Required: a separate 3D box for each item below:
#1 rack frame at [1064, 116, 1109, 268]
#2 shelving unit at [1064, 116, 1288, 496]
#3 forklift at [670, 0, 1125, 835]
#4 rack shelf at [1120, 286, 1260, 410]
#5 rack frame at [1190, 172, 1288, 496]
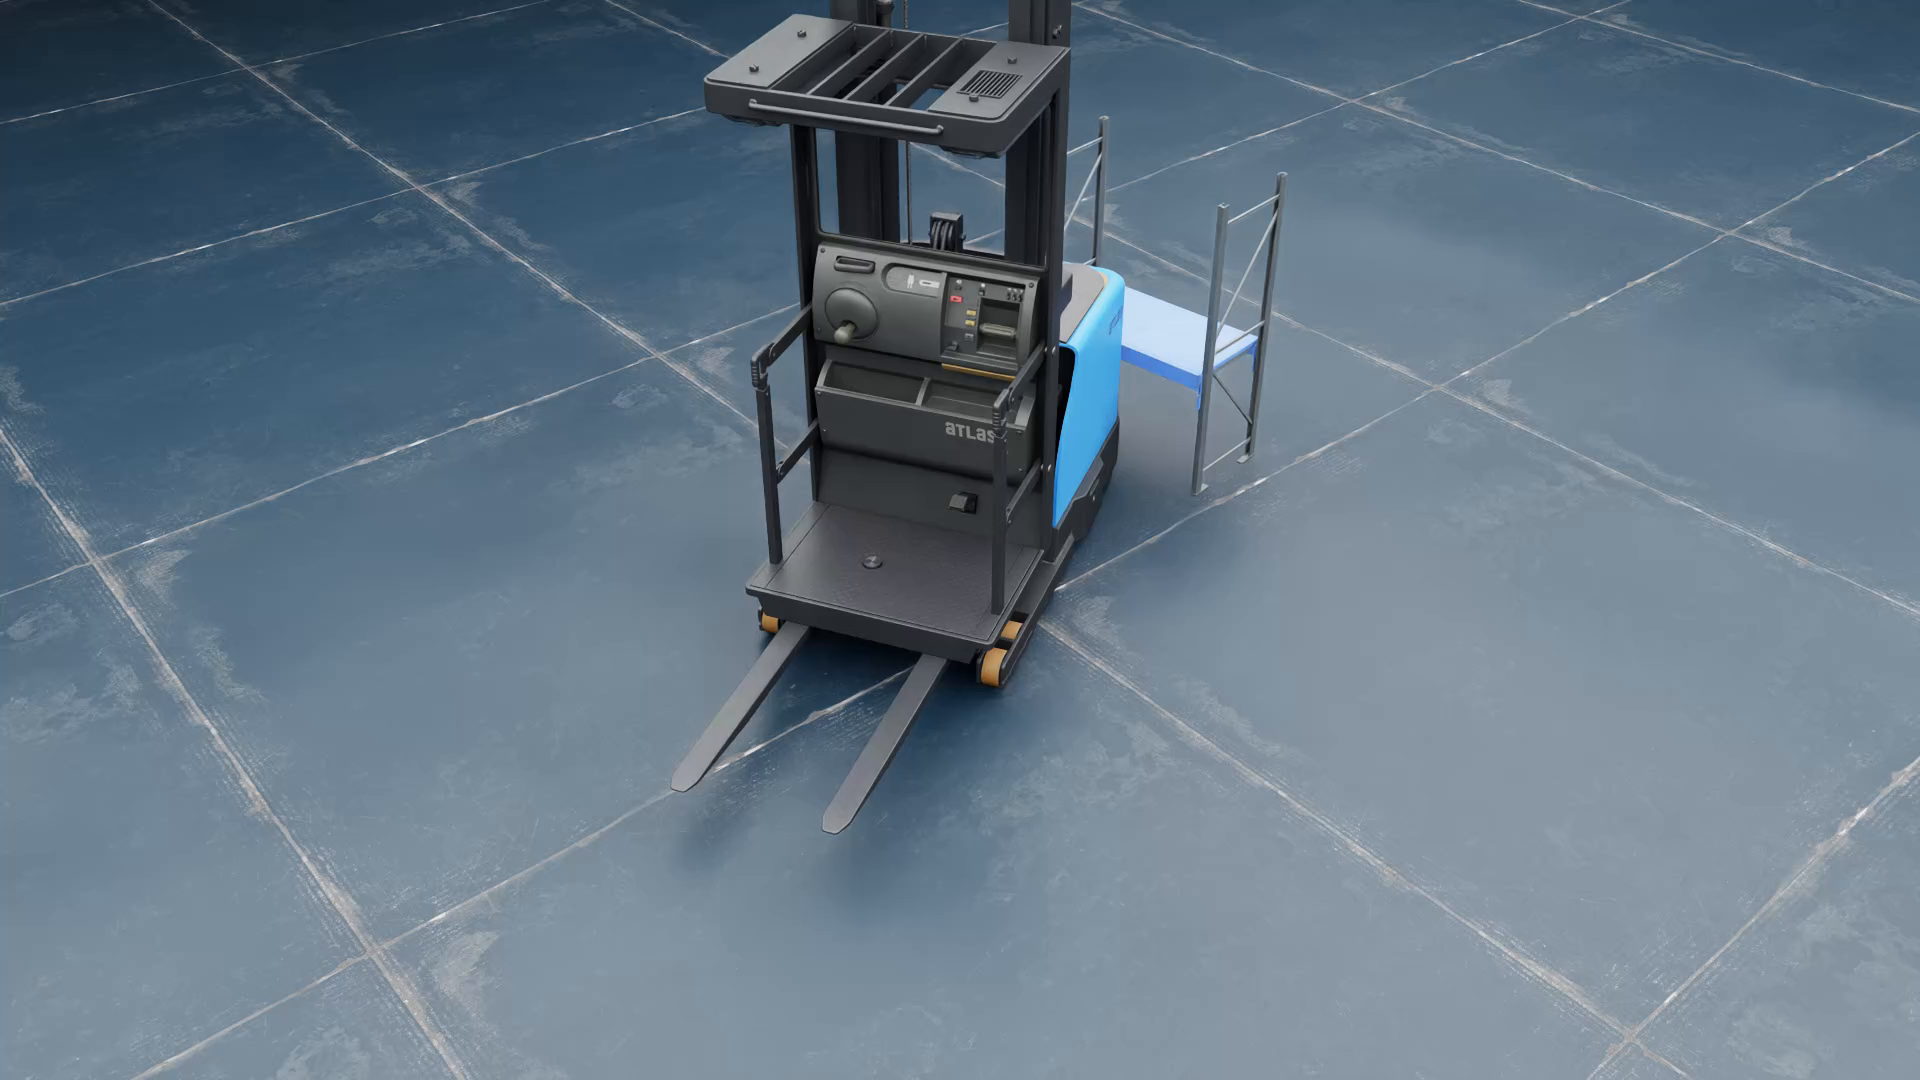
[{"bbox_3d":[0.543,-1.330,8.331,0.032,1.500,0.500,28,44,33],"label":"rack frame"},{"bbox_3d":[0.920,-1.133,8.052,1.048,1.500,0.538,28,44,33],"label":"shelving unit"},{"bbox_3d":[-0.219,-0.858,6.426,1.130,2.935,3.031,12,37,17],"label":"forklift"},{"bbox_3d":[0.920,-0.986,8.156,1.000,0.185,0.538,28,44,33],"label":"rack shelf"},{"bbox_3d":[1.297,-0.936,7.773,0.032,1.500,0.500,28,44,33],"label":"rack frame"}]
